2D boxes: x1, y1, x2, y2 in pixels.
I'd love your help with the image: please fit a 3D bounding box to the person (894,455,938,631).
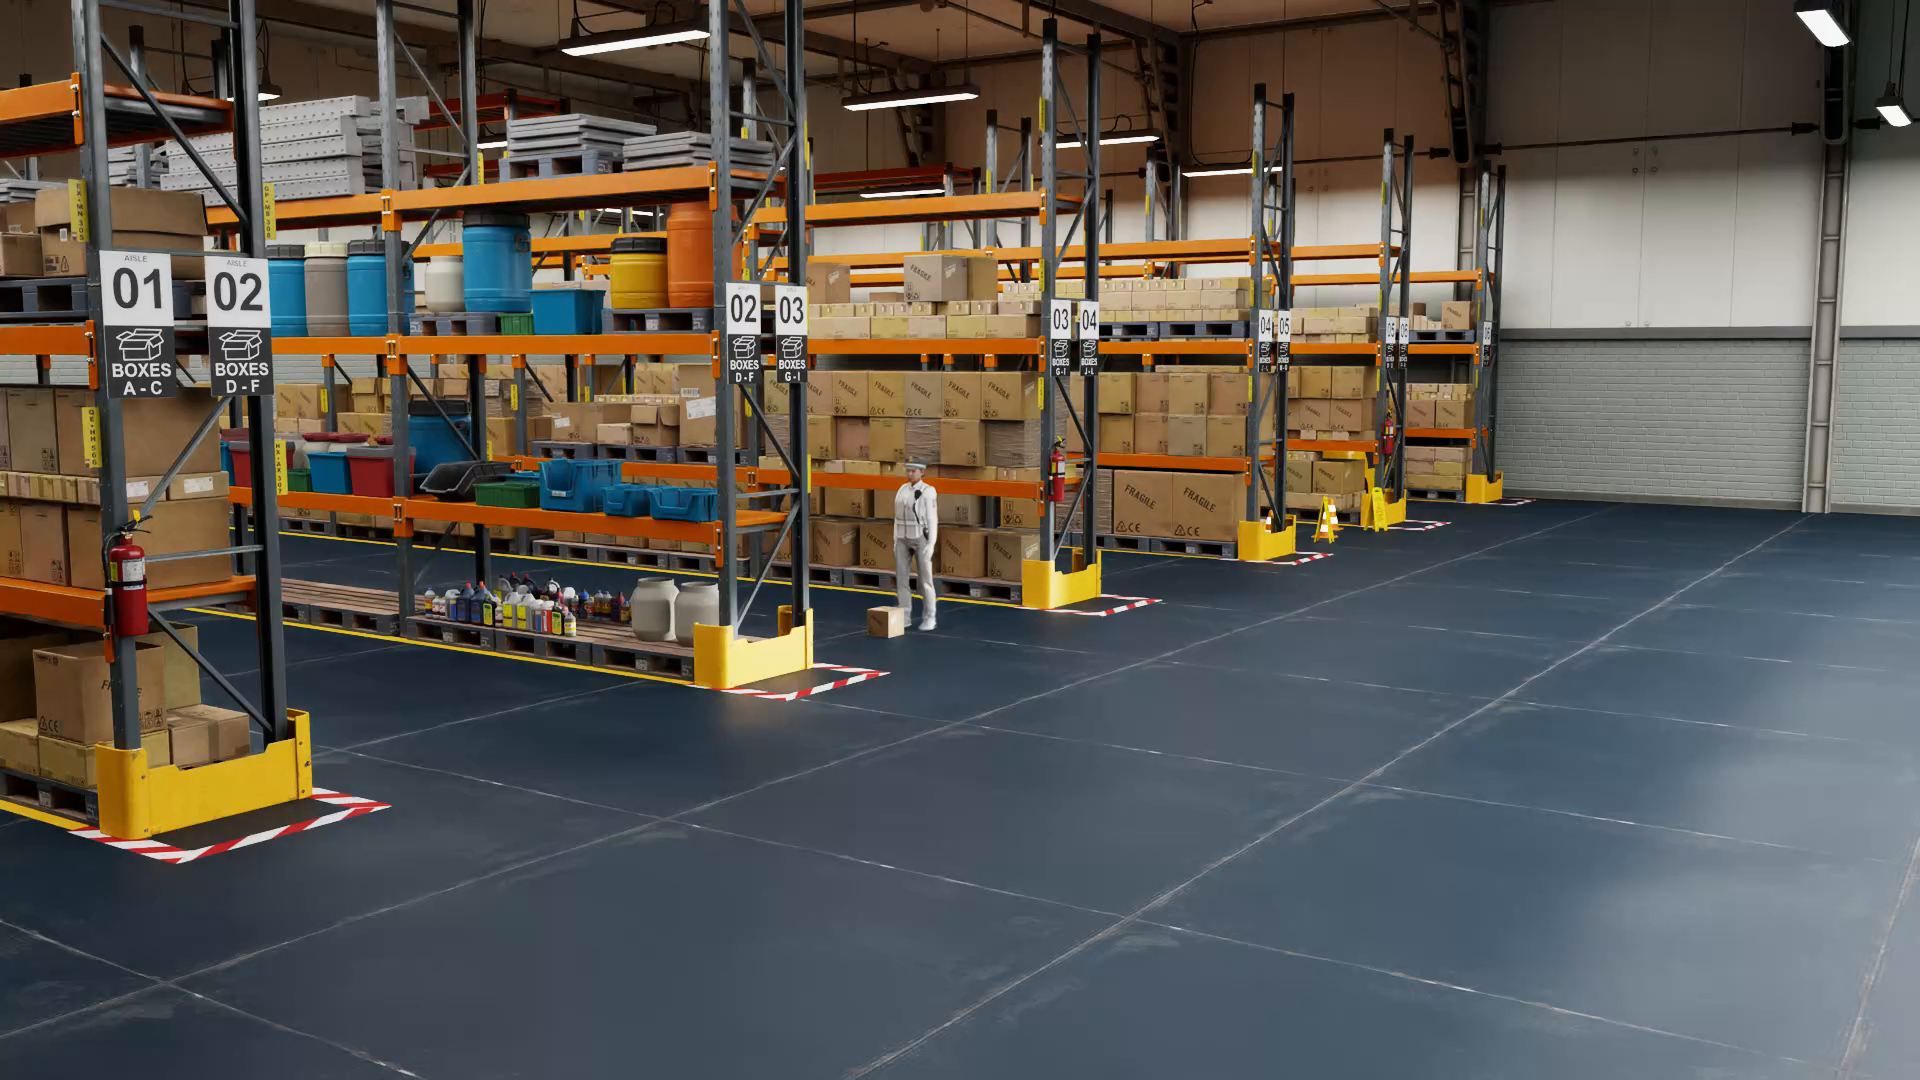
[{"bbox_3d":[-0.441,0.031,16.023,0.467,1.700,0.409,4,8,35],"label":"person"}]
